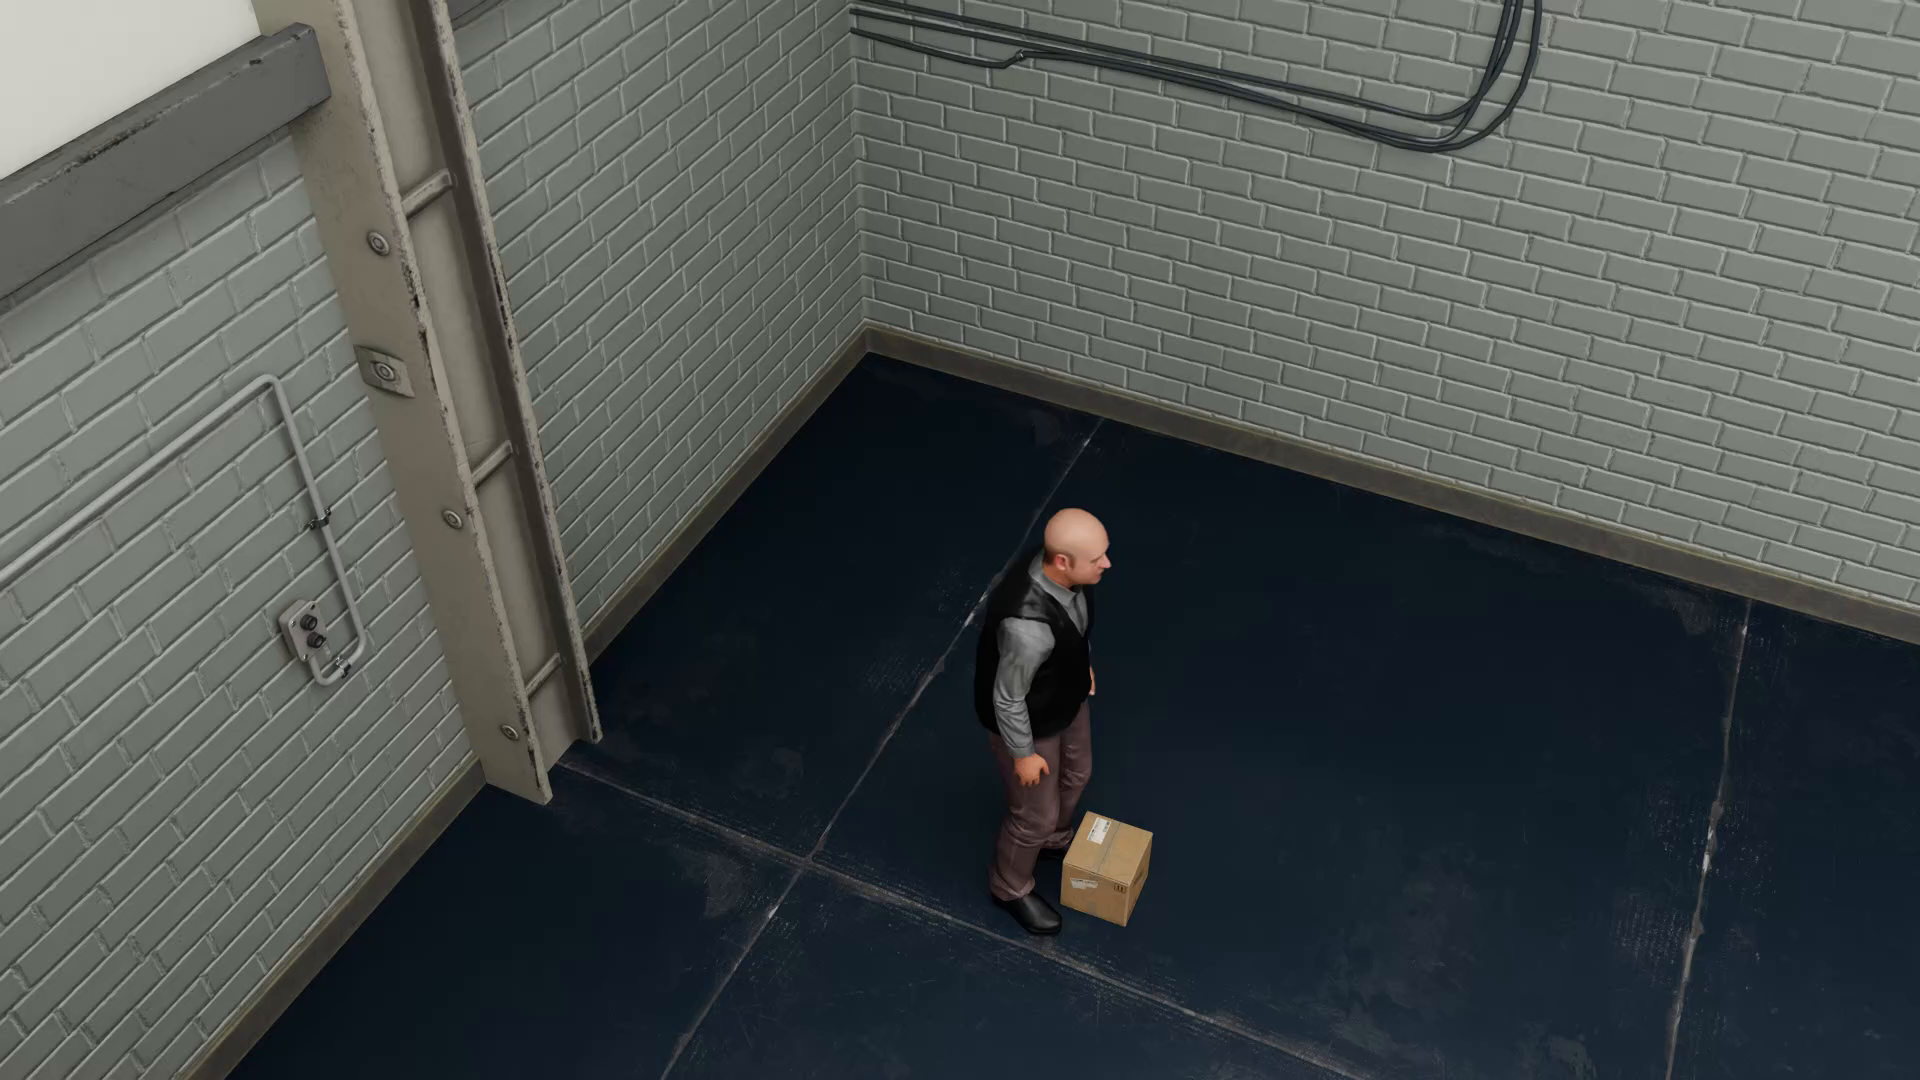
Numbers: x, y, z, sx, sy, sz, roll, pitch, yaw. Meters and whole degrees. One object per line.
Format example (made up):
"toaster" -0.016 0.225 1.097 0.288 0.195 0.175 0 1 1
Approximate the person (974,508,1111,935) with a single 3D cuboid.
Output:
"person" 0.287 0.563 5.546 0.460 1.721 0.580 17 45 18
